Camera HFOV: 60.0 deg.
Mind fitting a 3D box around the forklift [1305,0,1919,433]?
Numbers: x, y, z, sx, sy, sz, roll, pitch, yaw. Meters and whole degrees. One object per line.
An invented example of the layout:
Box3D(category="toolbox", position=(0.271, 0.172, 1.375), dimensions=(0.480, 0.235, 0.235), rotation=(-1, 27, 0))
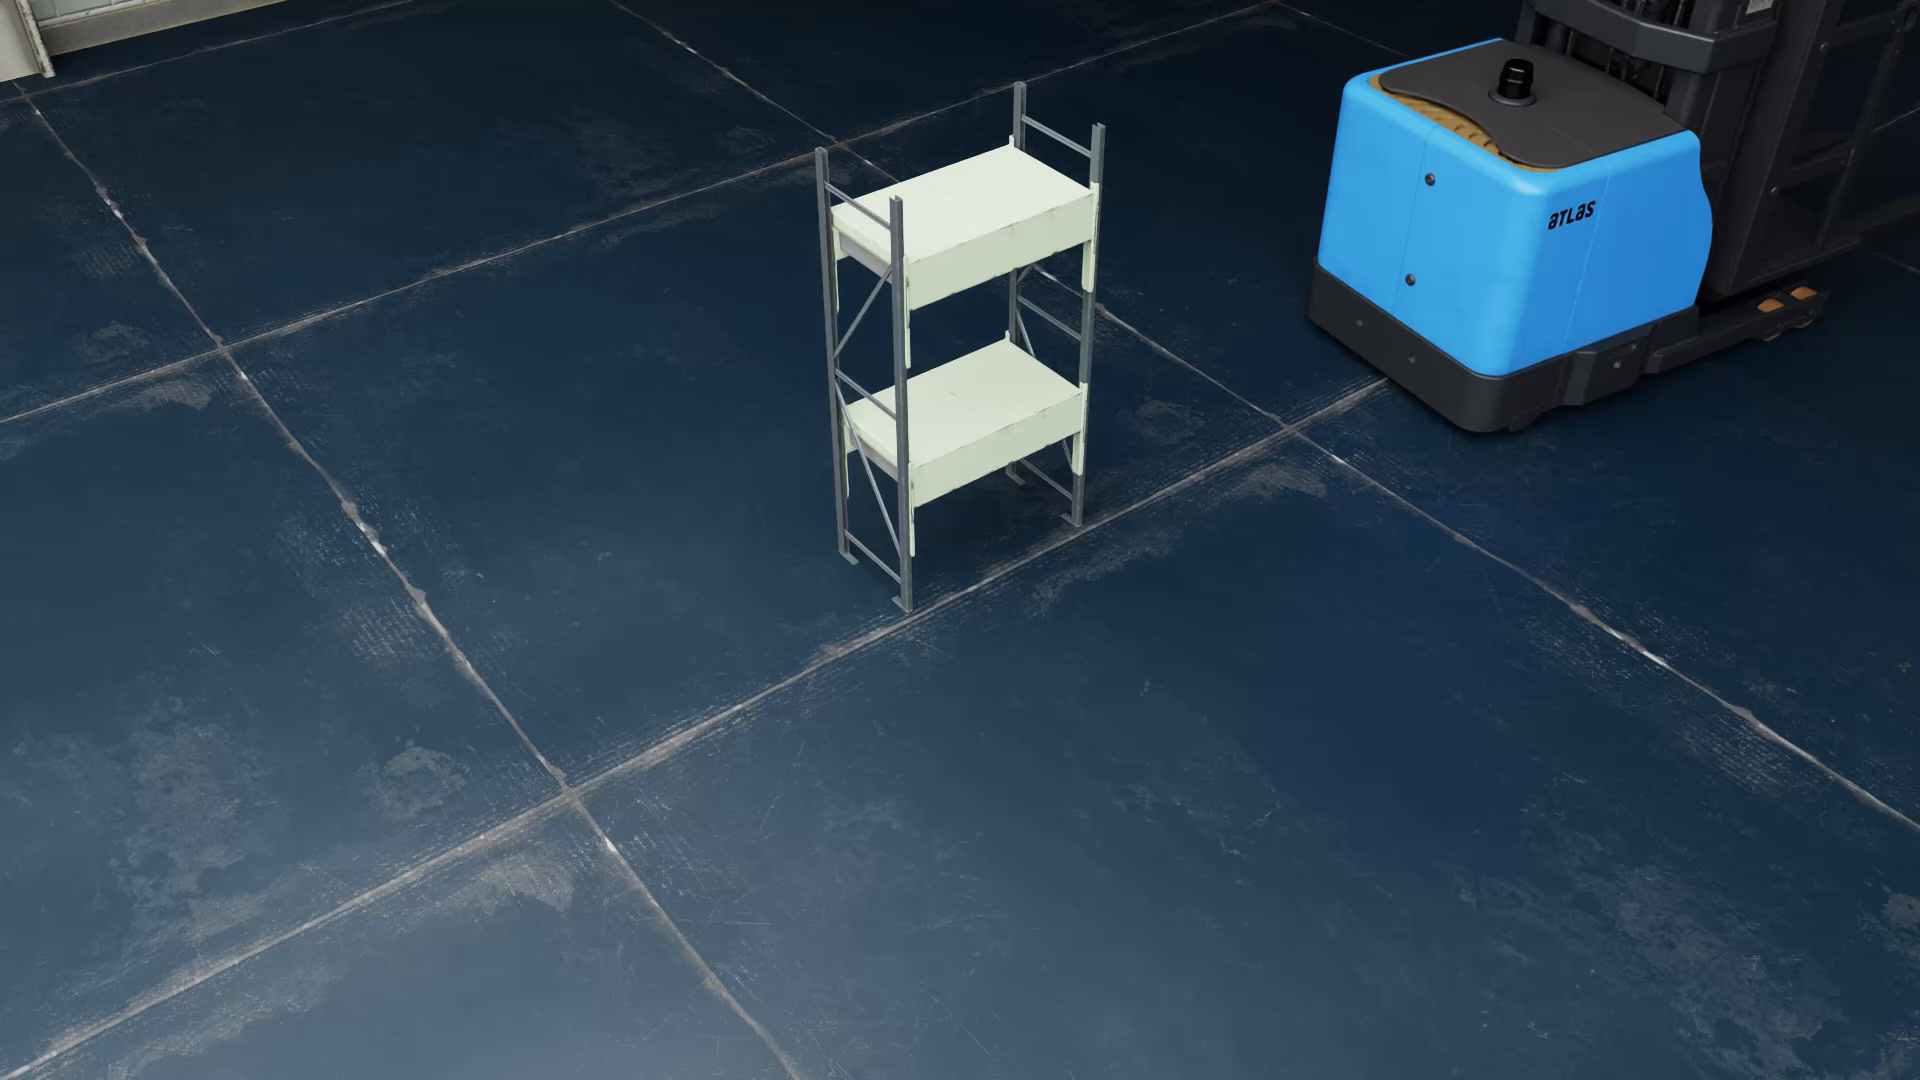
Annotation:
Box3D(category="forklift", position=(2.942, -2.211, 6.134), dimensions=(3.031, 2.935, 1.130), rotation=(-20, 43, -22))

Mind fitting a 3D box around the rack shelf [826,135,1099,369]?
Box3D(category="rack shelf", position=(0.005, -0.884, 5.030), dimensions=(0.720, 0.370, 0.431), rotation=(-26, 46, -28))

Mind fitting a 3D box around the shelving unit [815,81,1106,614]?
Box3D(category="shelving unit", position=(0.005, -0.582, 5.277), dimensions=(0.755, 1.500, 0.431), rotation=(-26, 46, -28))

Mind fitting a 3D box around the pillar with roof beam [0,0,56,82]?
Box3D(category="pillar with roof beam", position=(-2.366, -3.752, 3.229), dimensions=(0.400, 9.000, 9.100), rotation=(-26, 46, -28))

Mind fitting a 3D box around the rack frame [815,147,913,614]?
Box3D(category="rack frame", position=(-0.285, -0.441, 5.105), dimensions=(0.023, 1.500, 0.400), rotation=(-26, 46, -28))

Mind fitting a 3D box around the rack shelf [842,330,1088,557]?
Box3D(category="rack shelf", position=(0.005, -0.330, 5.484), dimensions=(0.720, 0.370, 0.431), rotation=(-26, 46, -28))

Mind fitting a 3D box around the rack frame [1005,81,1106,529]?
Box3D(category="rack frame", position=(0.295, -0.724, 5.450), dimensions=(0.023, 1.500, 0.400), rotation=(-26, 46, -28))
